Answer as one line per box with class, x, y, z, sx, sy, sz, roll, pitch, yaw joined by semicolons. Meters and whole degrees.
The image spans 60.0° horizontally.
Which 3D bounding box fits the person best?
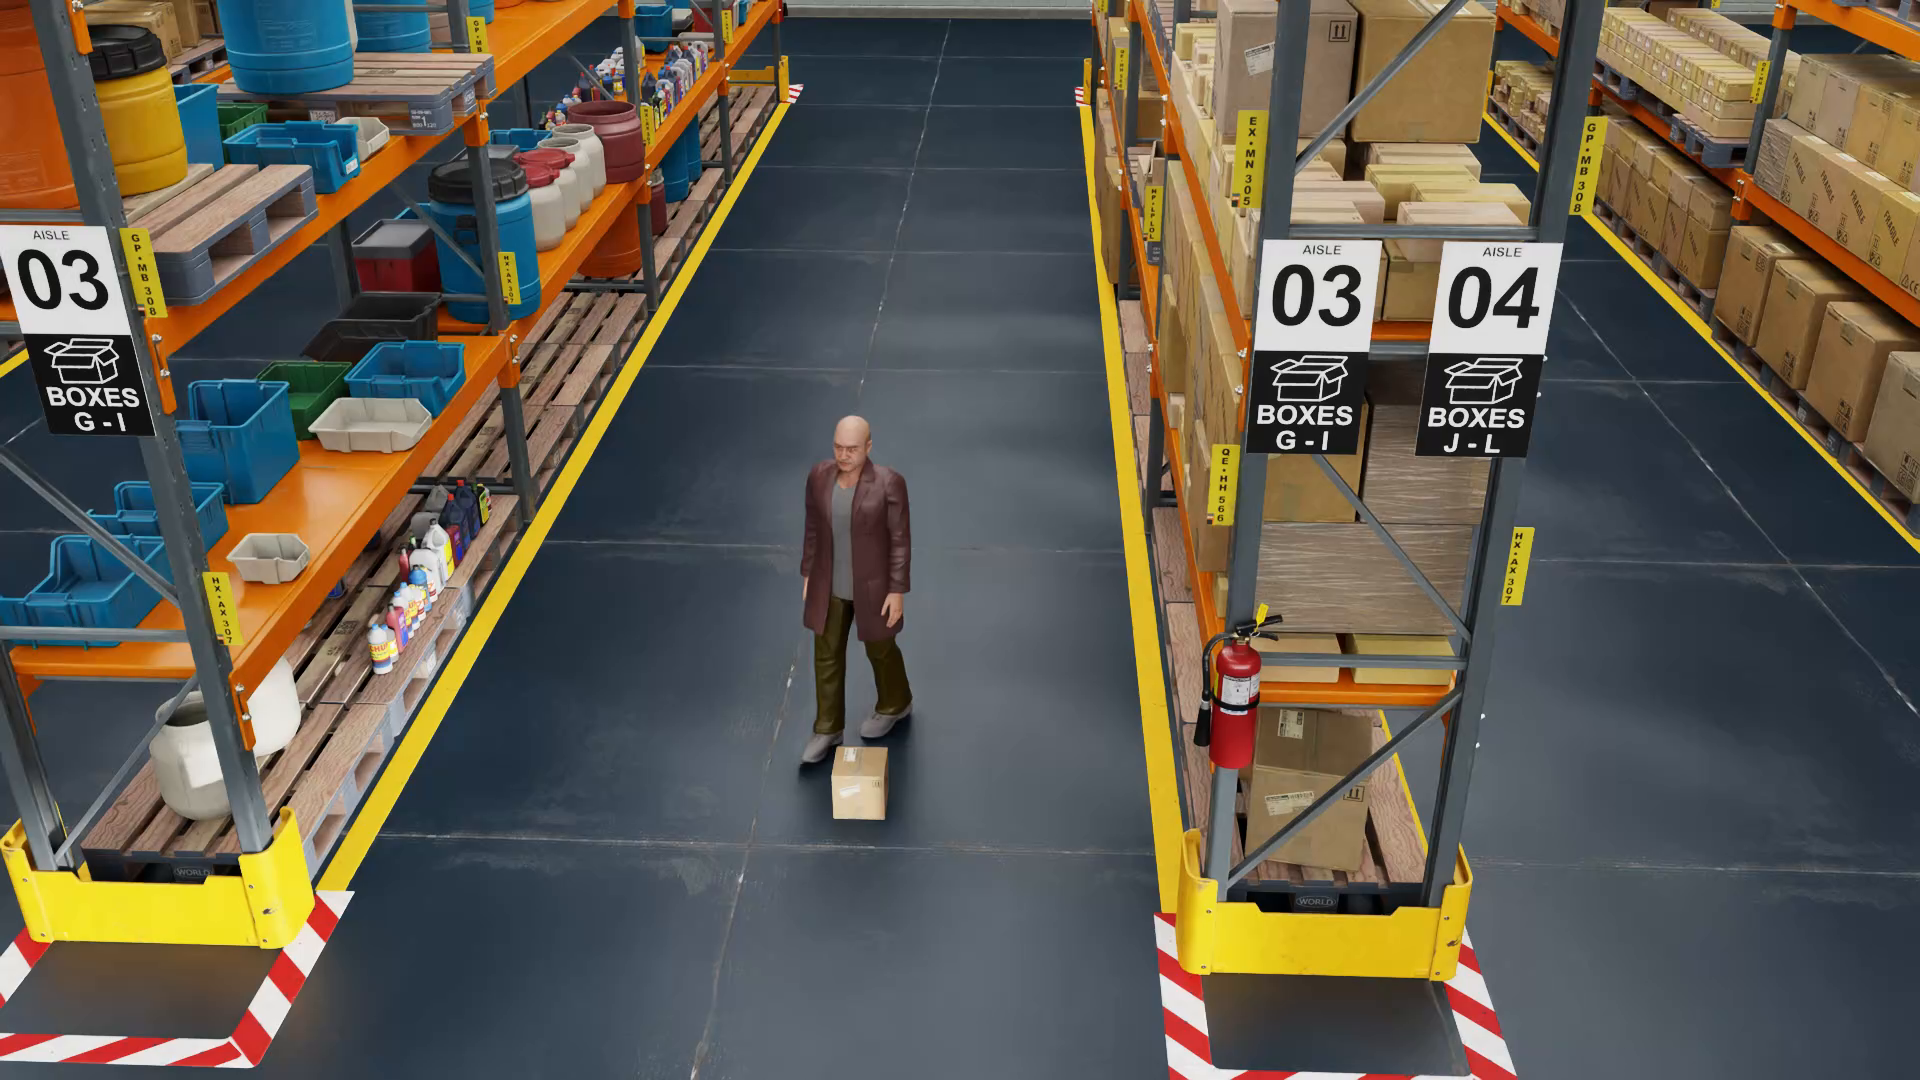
person;-0.540;0.242;8.155;0.595;1.785;0.715;9;29;17
